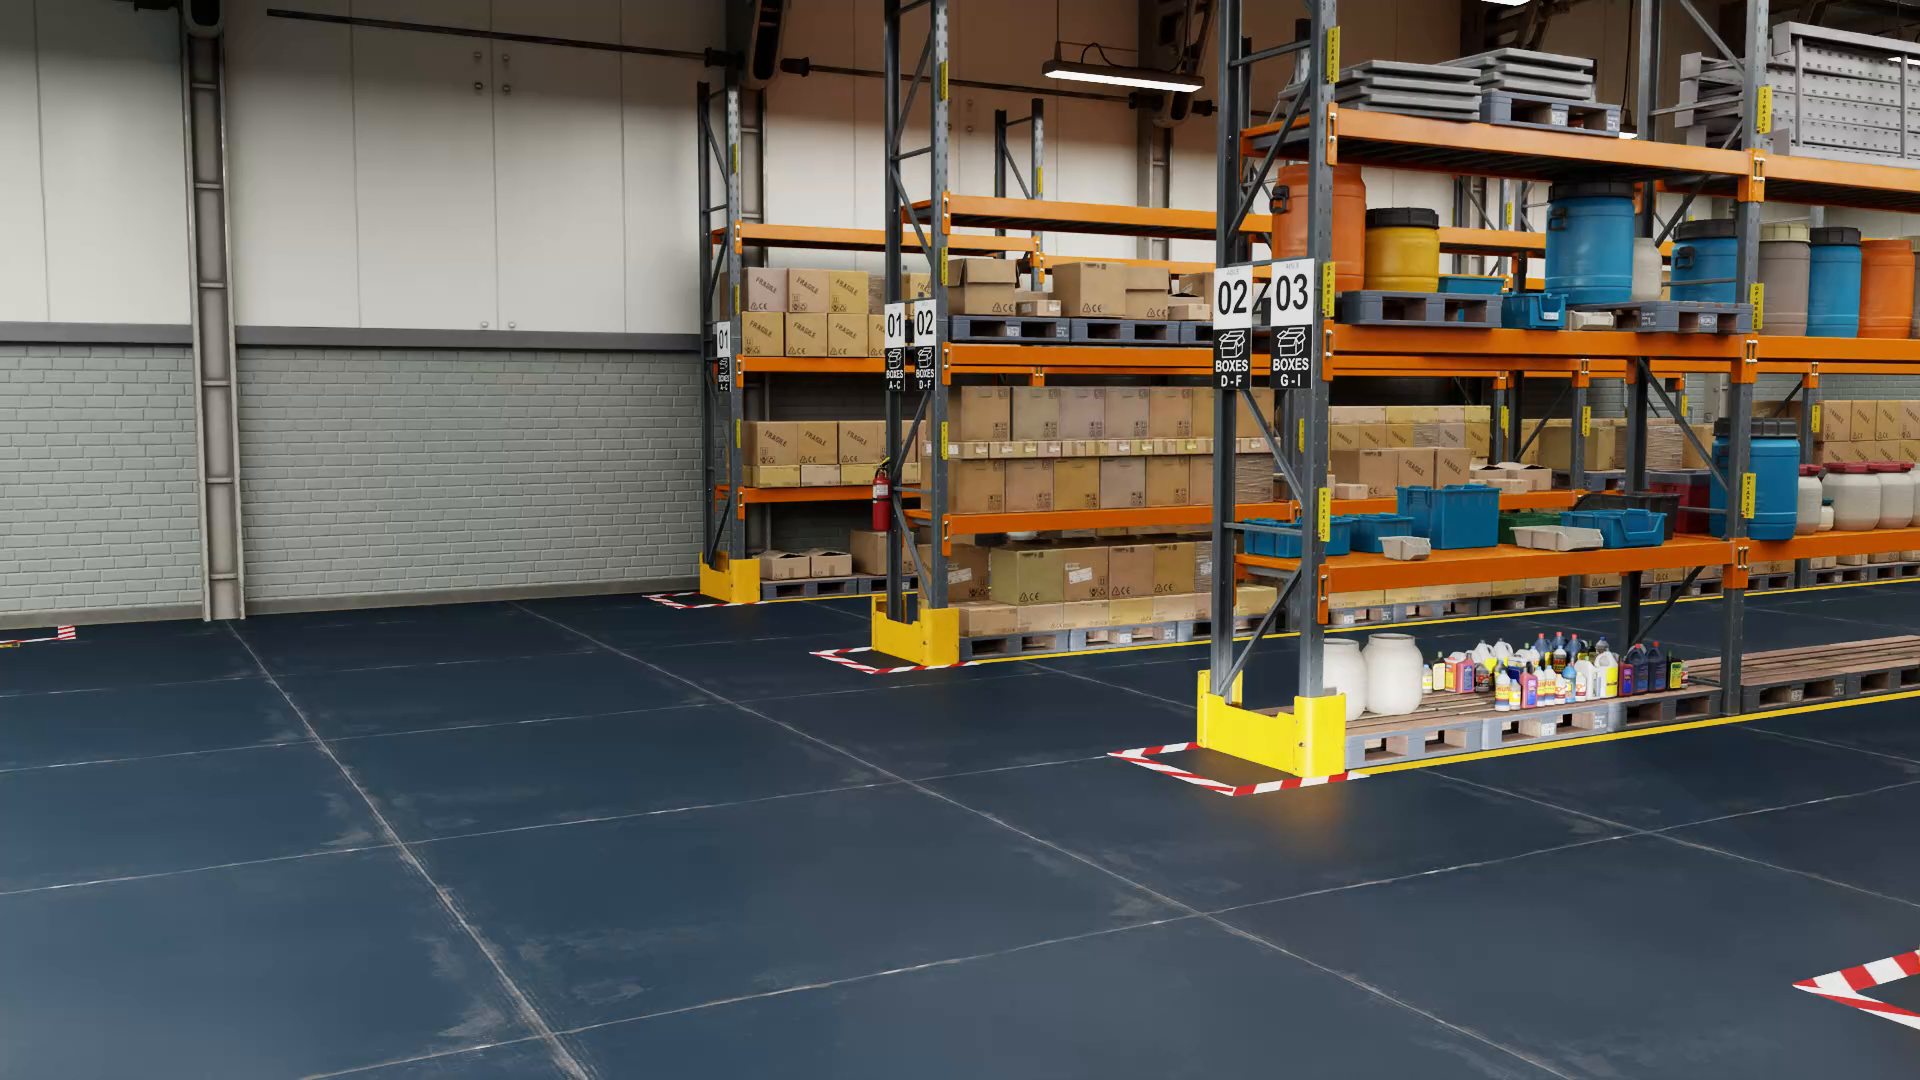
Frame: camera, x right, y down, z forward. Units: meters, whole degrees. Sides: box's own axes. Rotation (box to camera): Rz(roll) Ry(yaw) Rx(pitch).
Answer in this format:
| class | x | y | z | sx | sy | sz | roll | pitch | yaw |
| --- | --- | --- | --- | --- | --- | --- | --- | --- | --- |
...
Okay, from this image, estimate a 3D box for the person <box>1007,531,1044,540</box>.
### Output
| class | x | y | z | sx | sy | sz | roll | pitch | yaw |
| --- | --- | --- | --- | --- | --- | --- | --- | --- | --- |
| person | 0.684 | -0.025 | 17.449 | 0.366 | 1.784 | 0.577 | -3 | 6 | -28 |
